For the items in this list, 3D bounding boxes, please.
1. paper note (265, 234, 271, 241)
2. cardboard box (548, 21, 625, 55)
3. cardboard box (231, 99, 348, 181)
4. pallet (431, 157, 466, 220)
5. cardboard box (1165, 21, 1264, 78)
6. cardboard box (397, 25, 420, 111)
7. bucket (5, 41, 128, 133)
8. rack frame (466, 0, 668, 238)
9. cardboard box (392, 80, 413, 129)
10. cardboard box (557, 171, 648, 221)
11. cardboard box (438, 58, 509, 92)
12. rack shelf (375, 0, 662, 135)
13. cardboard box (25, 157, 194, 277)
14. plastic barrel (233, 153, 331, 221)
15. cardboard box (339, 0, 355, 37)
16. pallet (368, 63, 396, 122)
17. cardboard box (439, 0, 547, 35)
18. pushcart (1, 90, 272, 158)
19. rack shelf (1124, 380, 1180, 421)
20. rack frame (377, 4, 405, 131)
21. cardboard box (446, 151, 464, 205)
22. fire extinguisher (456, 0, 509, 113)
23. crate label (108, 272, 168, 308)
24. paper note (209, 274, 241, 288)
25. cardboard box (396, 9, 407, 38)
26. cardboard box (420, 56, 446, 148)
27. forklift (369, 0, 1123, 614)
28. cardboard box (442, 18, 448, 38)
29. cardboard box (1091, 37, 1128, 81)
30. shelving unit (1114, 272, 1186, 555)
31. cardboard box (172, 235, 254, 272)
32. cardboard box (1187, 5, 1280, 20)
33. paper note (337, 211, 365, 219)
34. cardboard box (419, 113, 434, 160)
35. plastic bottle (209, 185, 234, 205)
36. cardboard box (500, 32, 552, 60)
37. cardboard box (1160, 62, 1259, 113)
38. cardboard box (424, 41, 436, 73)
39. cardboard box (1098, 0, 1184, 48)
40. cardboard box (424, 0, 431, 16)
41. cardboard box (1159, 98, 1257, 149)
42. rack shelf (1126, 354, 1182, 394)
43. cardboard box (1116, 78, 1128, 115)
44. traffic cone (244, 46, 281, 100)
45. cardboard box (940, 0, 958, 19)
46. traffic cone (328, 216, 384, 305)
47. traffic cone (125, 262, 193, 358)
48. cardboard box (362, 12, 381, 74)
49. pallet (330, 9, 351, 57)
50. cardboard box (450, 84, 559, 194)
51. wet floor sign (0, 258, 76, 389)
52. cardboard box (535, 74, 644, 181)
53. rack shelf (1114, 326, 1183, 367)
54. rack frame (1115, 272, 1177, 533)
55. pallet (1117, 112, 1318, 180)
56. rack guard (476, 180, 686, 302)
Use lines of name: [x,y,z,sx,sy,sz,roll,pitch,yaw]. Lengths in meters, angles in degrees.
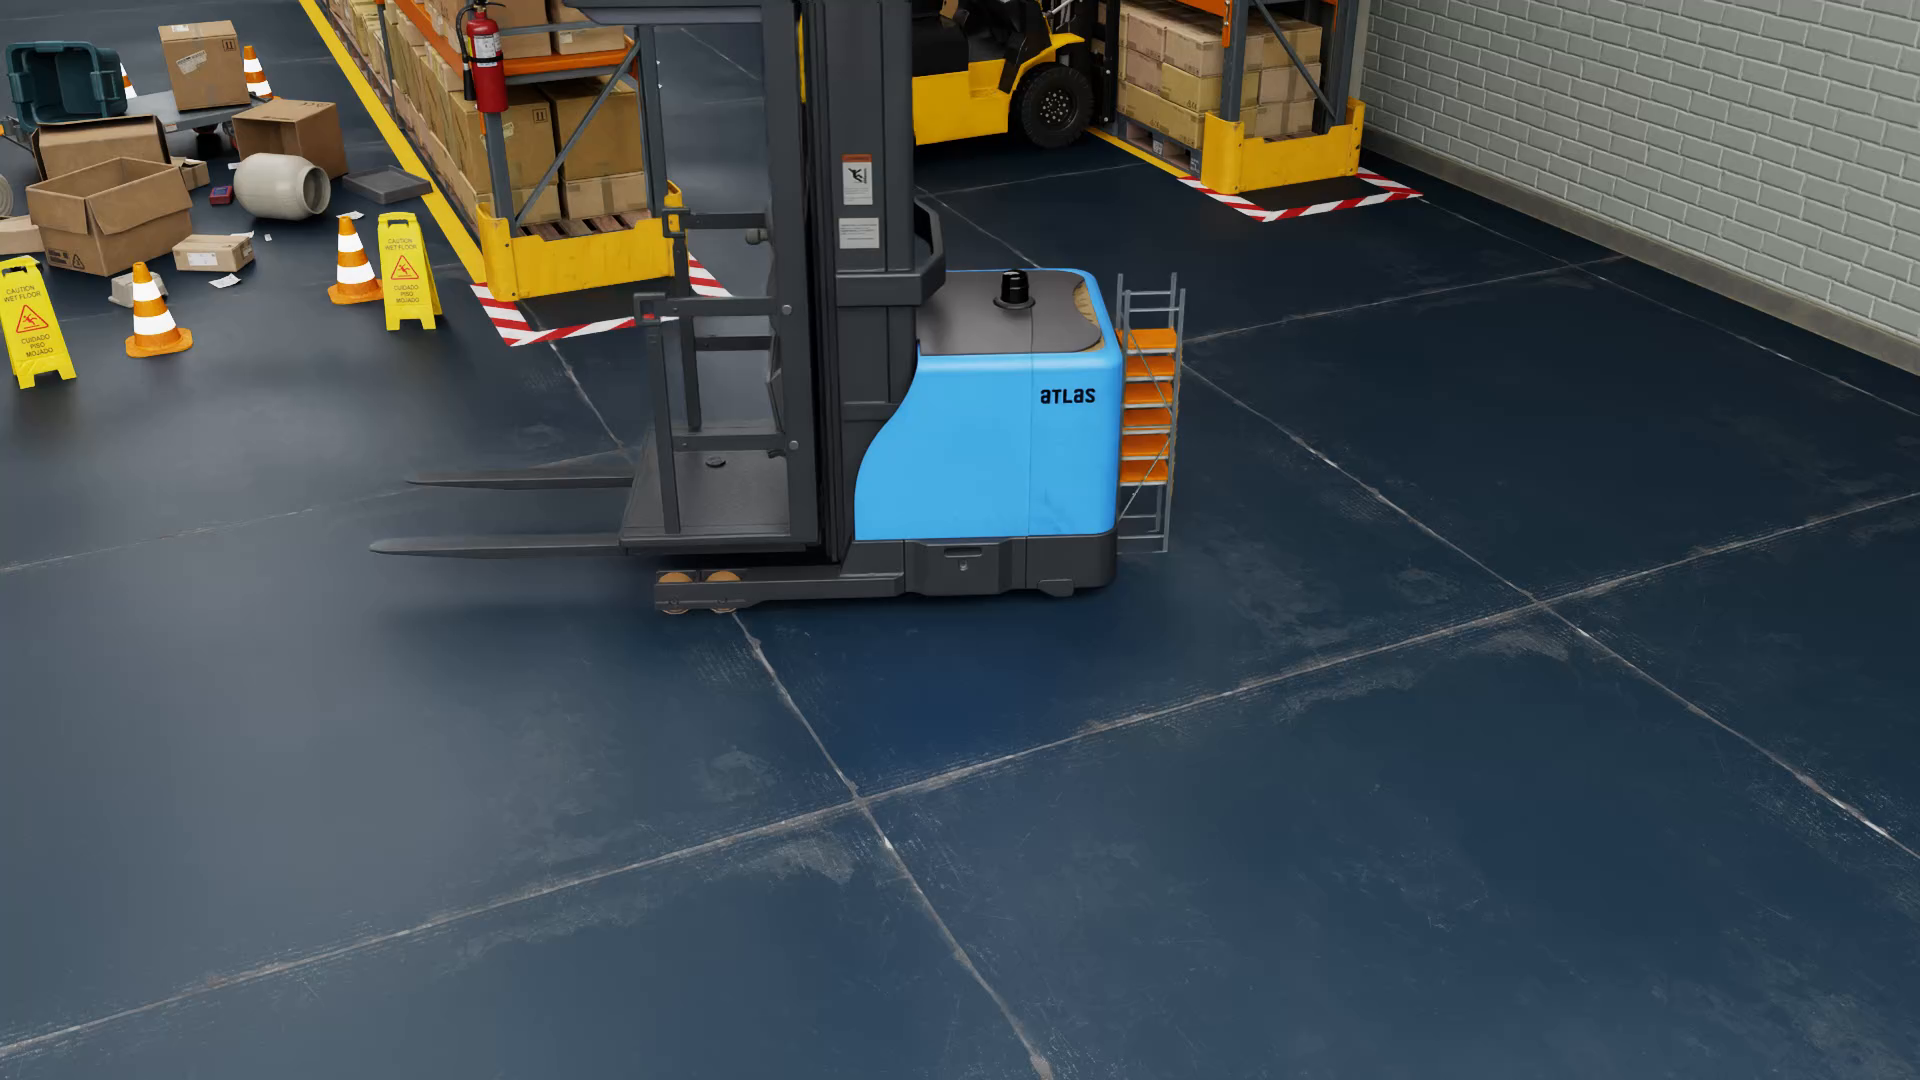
paper note: [-4.461,-1.950,10.718,0.032,0.001,0.123,-13,32,-22]
cardboard box: [-2.173,-2.940,9.683,0.380,0.149,0.250,-13,32,-22]
cardboard box: [-4.700,-2.775,11.685,0.500,0.500,0.500,7,30,13]
pallet: [-3.083,-2.578,11.631,1.003,0.211,1.213,-13,32,-22]
cardboard box: [1.788,-3.458,11.709,0.500,0.250,0.500,-12,31,-20]
cardboard box: [-3.681,-3.383,11.831,0.500,0.500,0.500,-12,31,-20]
bucket: [-6.218,-3.198,11.679,0.726,0.611,0.620,-3,19,-5]
rack frame: [-2.214,-2.856,9.277,1.000,3.000,0.127,-13,32,-22]
cardboard box: [-3.922,-3.290,12.432,0.500,0.250,0.500,-15,32,-24]
cardboard box: [-2.310,-2.254,10.585,0.500,0.250,0.500,-13,32,-22]
cardboard box: [-3.012,-2.897,10.302,0.380,0.149,0.250,-12,31,-21]
rack shelf: [-3.072,-3.426,11.028,1.077,0.370,4.000,-13,32,-22]
cardboard box: [-5.254,-2.012,10.323,0.637,0.503,0.797,13,32,21]
plastic barrel: [-4.468,-2.327,10.967,0.512,0.421,0.421,7,30,13]
cardboard box: [-5.091,-4.851,15.092,0.950,0.372,0.625,-14,32,-23]
pallet: [-4.267,-3.750,13.722,1.003,0.211,1.213,-13,32,-22]
cardboard box: [-2.696,-3.211,9.504,0.500,0.500,0.500,-14,32,-23]
pushcart: [-5.969,-2.979,12.176,0.936,0.377,1.648,26,38,38]
rack shelf: [0.764,-0.576,6.896,0.258,0.103,0.180,-2,29,-4]
rack frame: [-3.931,-4.623,12.428,1.000,3.000,0.127,-13,32,-22]
cardboard box: [-3.019,-2.371,10.793,0.500,0.250,0.500,-13,32,-22]
fire extinguisher: [-2.581,-2.675,9.033,0.296,0.674,0.183,-13,32,-22]
crate label: [-4.814,-1.478,9.745,0.298,0.136,0.250,19,34,30]
paper note: [-4.417,-1.561,10.002,0.142,0.019,0.148,26,38,38]
cardboard box: [-3.700,-3.605,11.564,0.380,0.149,0.250,-12,31,-20]
cardboard box: [-3.231,-2.920,11.006,0.500,0.500,0.500,-14,32,-23]
forklift: [-0.895,-1.244,6.472,3.031,2.935,1.130,-1,29,-3]
cardboard box: [-2.867,-3.073,9.921,0.380,0.149,0.250,-14,32,-23]
cardboard box: [1.330,-3.699,12.650,0.500,0.250,0.500,-14,32,-23]
shelving unit: [0.764,-0.510,6.933,0.258,1.200,0.189,-2,29,-4]
cardboard box: [-4.601,-1.767,10.249,0.380,0.149,0.250,2,29,4]
cardboard box: [2.014,-3.792,12.305,0.500,0.250,0.500,-13,32,-22]
paper note: [-4.059,-2.167,11.083,0.148,0.019,0.142,26,38,38]
cardboard box: [-3.452,-2.822,11.598,0.500,0.250,0.500,-14,32,-23]
plastic bottle: [-5.071,-2.378,11.427,0.133,0.061,0.283,-8,30,-13]
cardboard box: [-2.568,-2.867,9.553,0.380,0.149,0.250,-12,31,-20]
cardboard box: [1.776,-3.251,11.852,0.500,0.250,0.500,-14,32,-23]
cardboard box: [-3.228,-3.126,10.709,0.380,0.149,0.250,-12,31,-20]
cardboard box: [1.338,-3.903,12.503,0.500,0.250,0.500,-13,32,-21]
cardboard box: [-3.180,-3.417,10.534,0.380,0.149,0.250,-13,32,-22]
cardboard box: [1.781,-3.025,11.960,0.500,0.250,0.500,-13,32,-22]
rack shelf: [0.764,-0.680,6.837,0.258,0.103,0.180,-2,29,-4]
cardboard box: [1.369,-3.470,12.753,0.500,0.250,0.500,-13,32,-21]
traffic cone: [-5.728,-3.770,13.501,0.336,0.463,0.334,-13,32,-22]
cardboard box: [0.316,-5.042,15.174,0.875,0.625,0.625,-12,31,-20]
traffic cone: [-3.564,-1.669,9.753,0.336,0.463,0.334,-13,32,-22]
traffic cone: [-4.420,-1.285,9.069,0.336,0.463,0.334,-13,32,-22]
cardboard box: [-4.470,-4.208,13.945,0.950,0.372,0.625,-11,31,-19]
pallet: [-5.314,-4.828,15.645,1.003,0.211,1.213,-13,32,-22]
cardboard box: [-2.793,-2.466,10.196,0.500,0.500,0.500,-13,32,-22]
wet floor sign: [-4.840,-1.148,8.638,0.267,0.644,0.232,-19,35,-30]
cardboard box: [-2.321,-2.592,10.420,0.500,0.500,0.500,-14,32,-24]
rack shelf: [0.764,-0.785,6.778,0.258,0.103,0.180,-2,29,-4]
rack frame: [0.757,-0.554,7.012,0.240,1.200,0.006,-2,29,-4]
pallet: [1.901,-3.013,12.407,1.003,0.211,1.213,-13,32,-22]
rack guard: [-2.246,-1.799,9.948,1.175,0.500,0.348,-13,32,-22]
